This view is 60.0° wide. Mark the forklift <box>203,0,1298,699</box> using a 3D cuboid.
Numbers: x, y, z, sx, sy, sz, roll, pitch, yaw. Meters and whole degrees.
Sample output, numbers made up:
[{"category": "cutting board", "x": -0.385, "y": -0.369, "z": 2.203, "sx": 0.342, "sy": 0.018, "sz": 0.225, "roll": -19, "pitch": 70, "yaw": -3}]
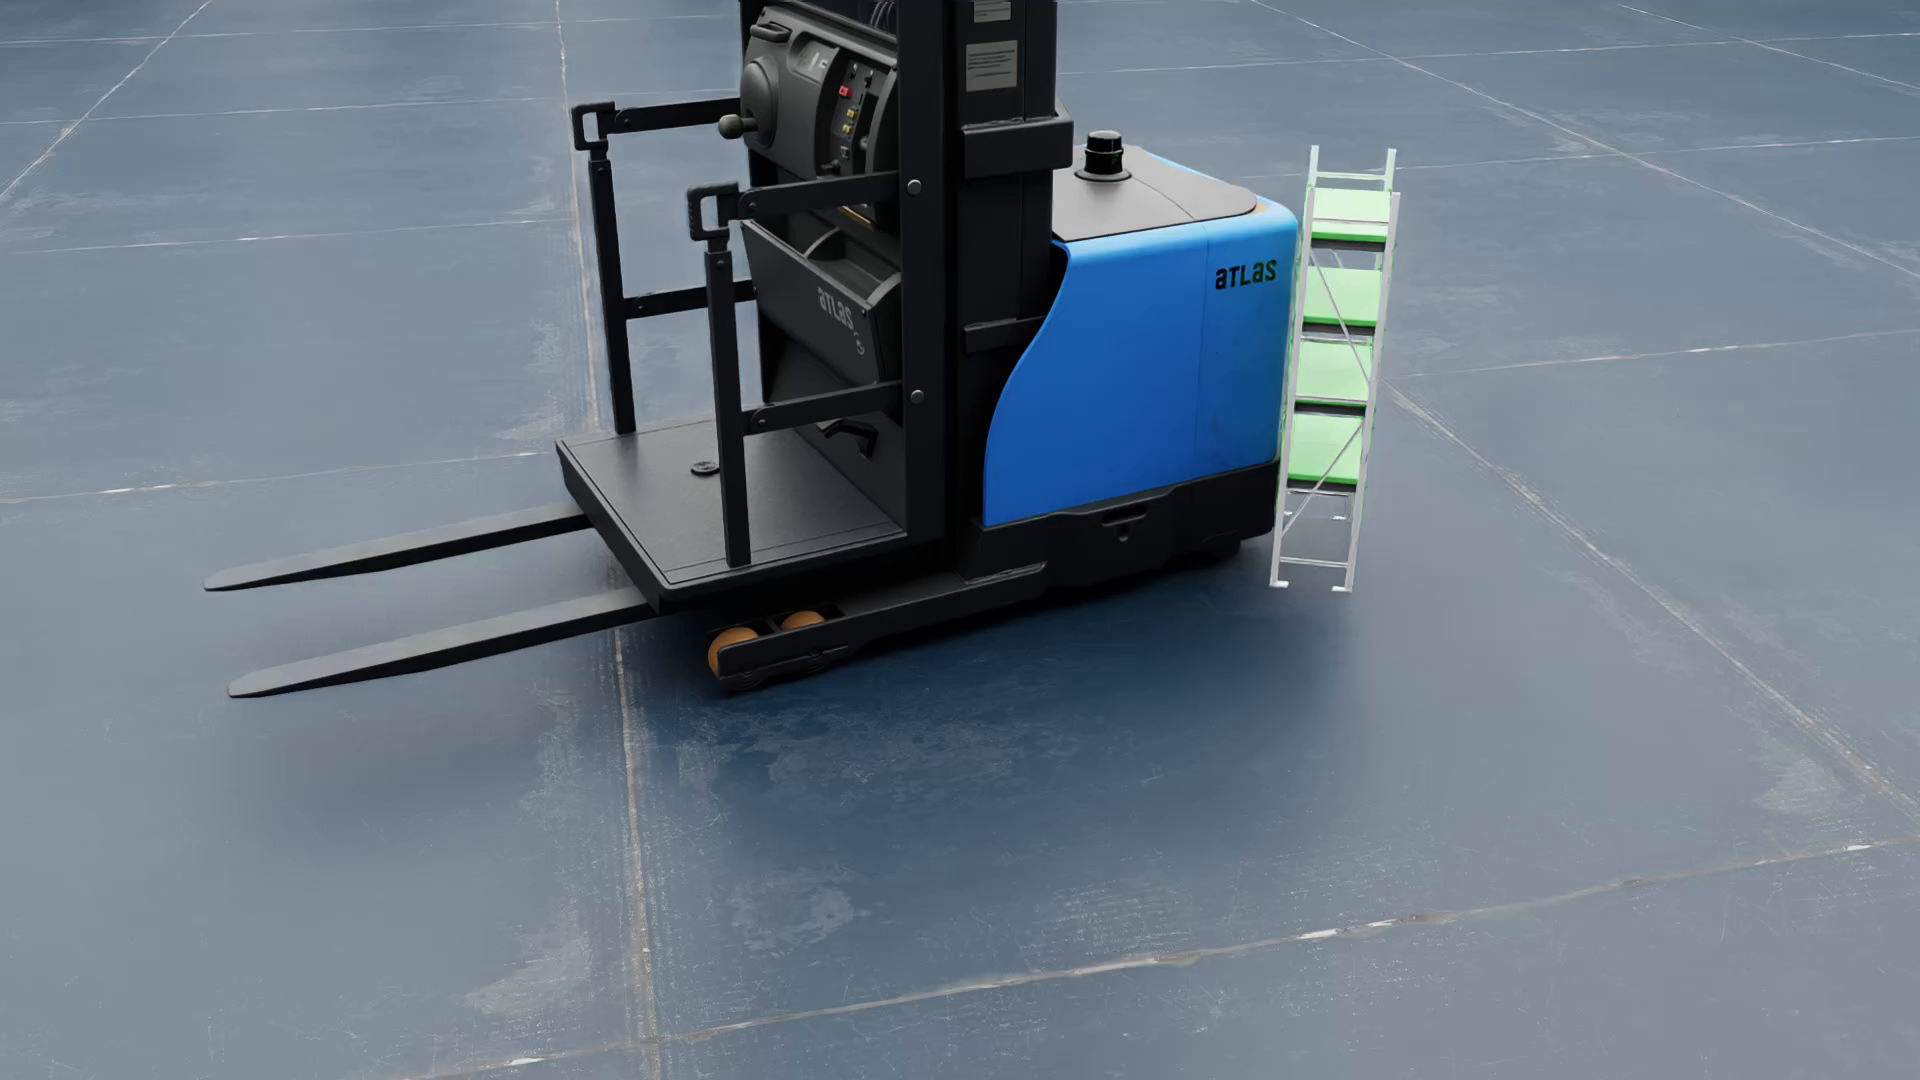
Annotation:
[{"category": "forklift", "x": -0.567, "y": -1.177, "z": 4.329, "sx": 3.031, "sy": 2.935, "sz": 1.130, "roll": -13, "pitch": 30, "yaw": -24}]

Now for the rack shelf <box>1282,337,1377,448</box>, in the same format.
[{"category": "rack shelf", "x": 1.099, "y": -0.445, "z": 4.941, "sx": 0.258, "sy": 0.148, "sz": 0.480, "roll": 5, "pitch": 27, "yaw": 11}]

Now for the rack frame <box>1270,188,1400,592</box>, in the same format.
[{"category": "rack frame", "x": 1.049, "y": -0.394, "z": 4.699, "sx": 0.240, "sy": 1.200, "sz": 0.015, "roll": 5, "pitch": 27, "yaw": 11}]

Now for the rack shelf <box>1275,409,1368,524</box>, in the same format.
[{"category": "rack shelf", "x": 1.099, "y": -0.231, "z": 5.050, "sx": 0.258, "sy": 0.148, "sz": 0.480, "roll": 5, "pitch": 27, "yaw": 11}]

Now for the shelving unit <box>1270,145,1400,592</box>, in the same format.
[{"category": "shelving unit", "x": 1.099, "y": -0.502, "z": 4.913, "sx": 0.258, "sy": 1.200, "sz": 0.503, "roll": 5, "pitch": 27, "yaw": 11}]

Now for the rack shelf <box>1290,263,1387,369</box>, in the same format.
[{"category": "rack shelf", "x": 1.099, "y": -0.659, "z": 4.833, "sx": 0.258, "sy": 0.148, "sz": 0.480, "roll": 5, "pitch": 27, "yaw": 11}]

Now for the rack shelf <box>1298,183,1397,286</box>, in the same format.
[{"category": "rack shelf", "x": 1.099, "y": -0.873, "z": 4.725, "sx": 0.258, "sy": 0.148, "sz": 0.480, "roll": 5, "pitch": 27, "yaw": 11}]

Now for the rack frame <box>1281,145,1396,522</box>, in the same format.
[{"category": "rack frame", "x": 1.149, "y": -0.610, "z": 5.126, "sx": 0.240, "sy": 1.200, "sz": 0.015, "roll": 5, "pitch": 27, "yaw": 11}]
